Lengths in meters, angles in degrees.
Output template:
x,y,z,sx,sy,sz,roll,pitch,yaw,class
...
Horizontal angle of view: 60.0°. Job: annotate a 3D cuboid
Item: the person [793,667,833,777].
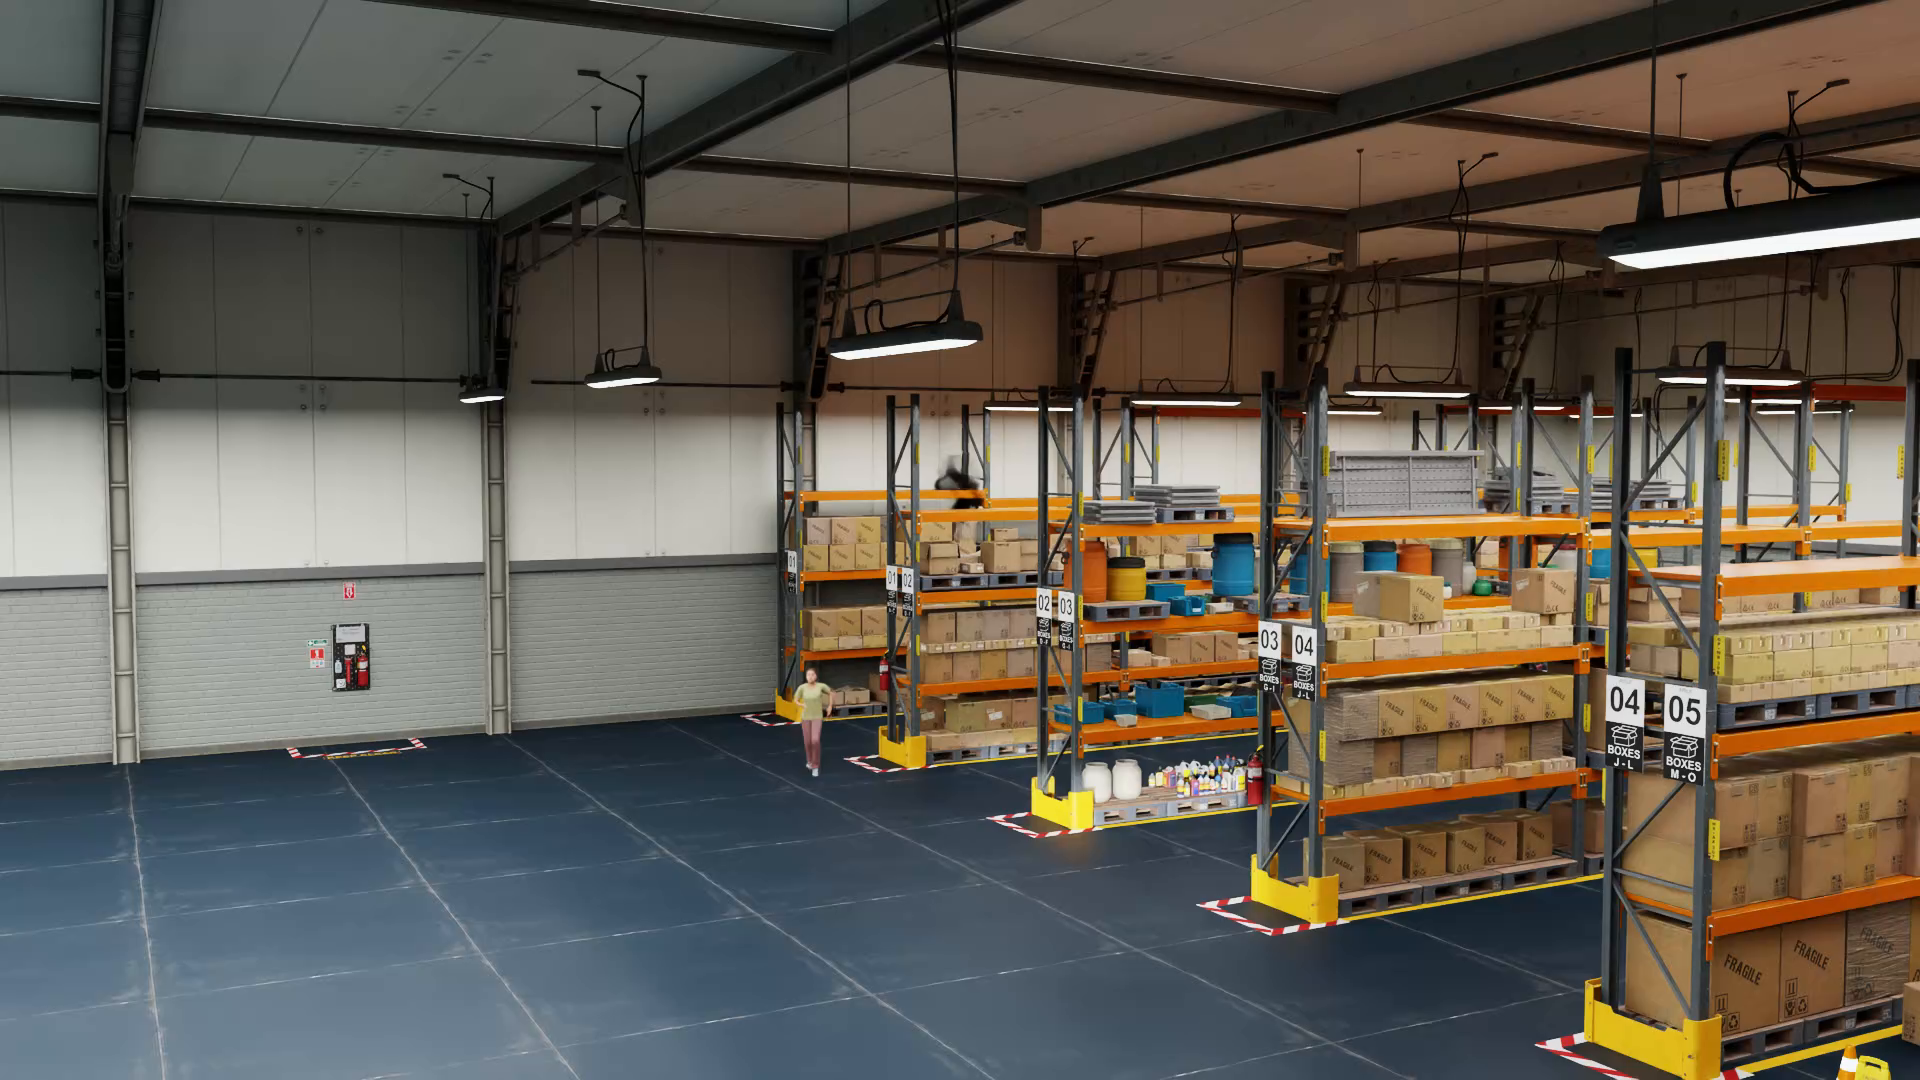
x,y,z,sx,sy,sz,roll,pitch,yaw,class
-2.321,2.864,26.209,0.591,1.747,0.734,0,3,3,person
